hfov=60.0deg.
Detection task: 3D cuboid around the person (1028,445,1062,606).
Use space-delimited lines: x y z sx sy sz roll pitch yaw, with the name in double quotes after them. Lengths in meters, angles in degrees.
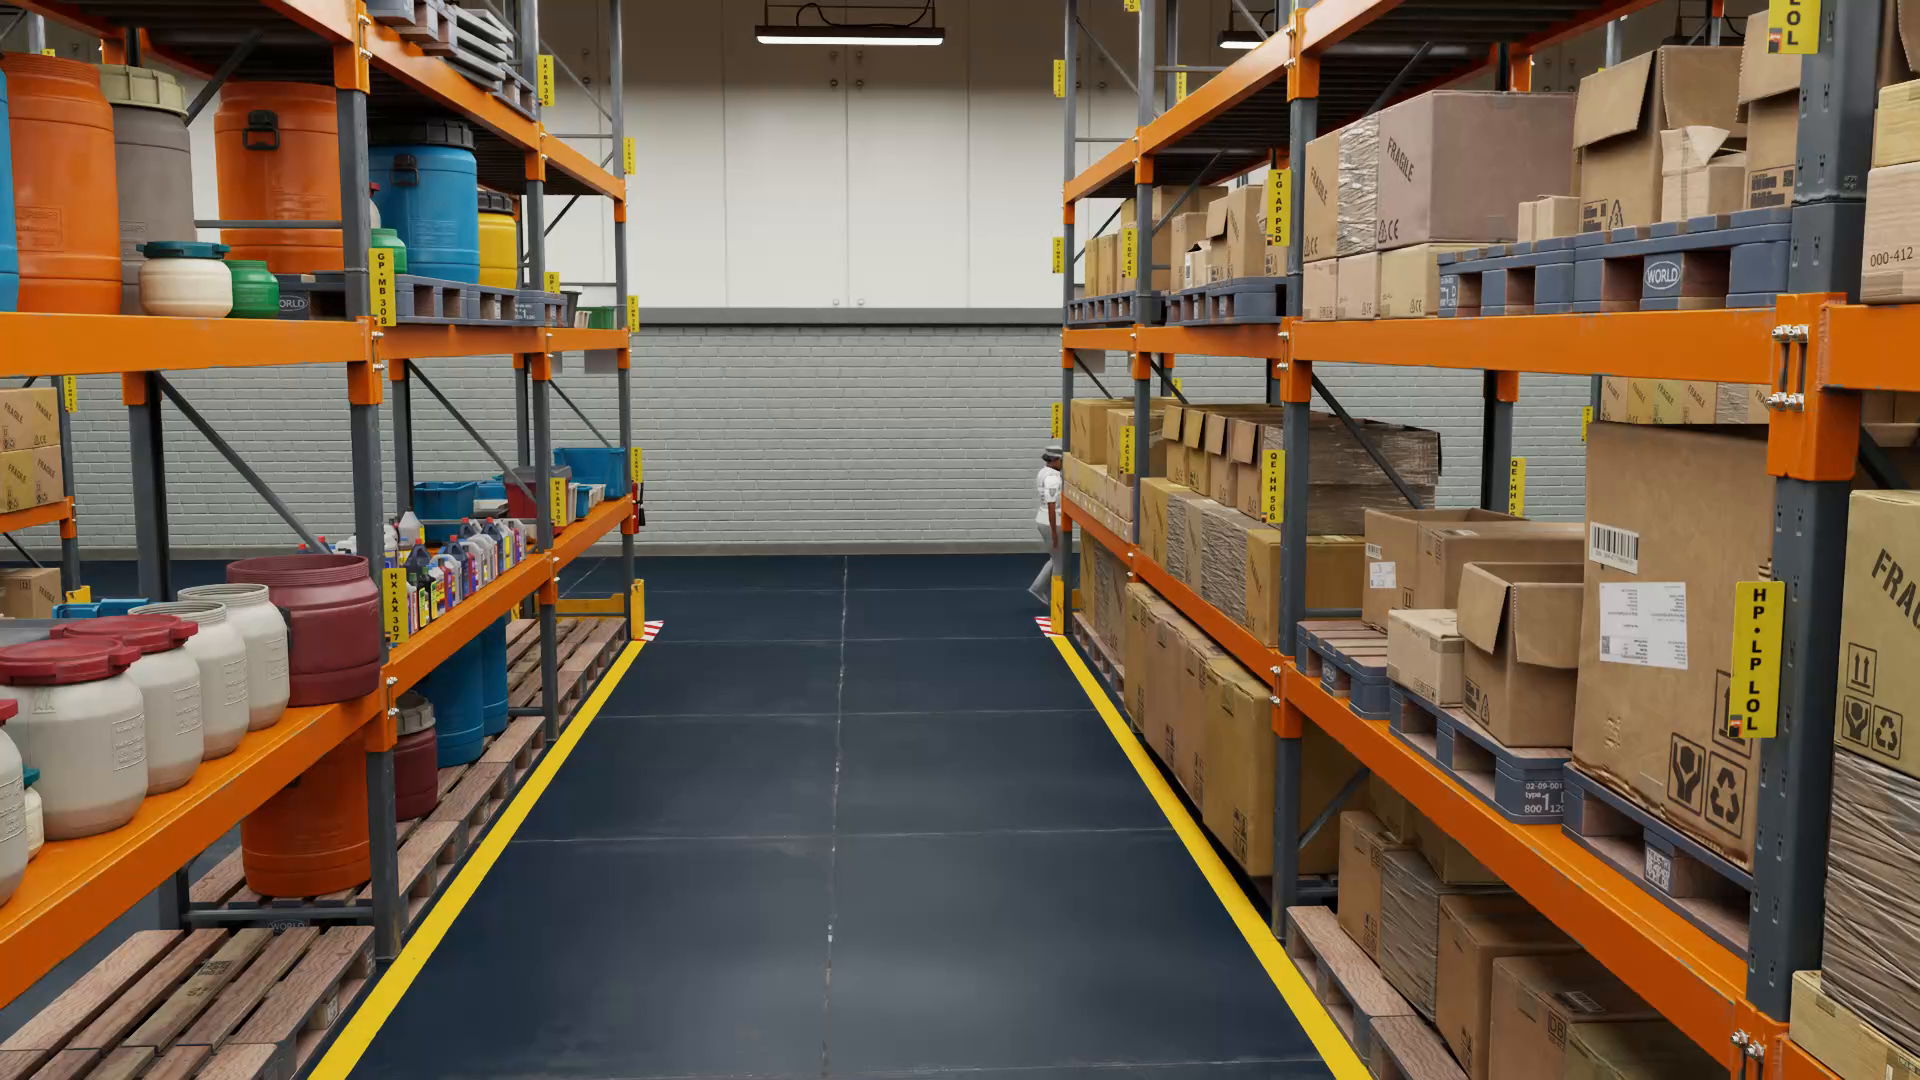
0.986 -0.121 16.568 0.540 1.647 0.477 -1 7 -7 "person"
